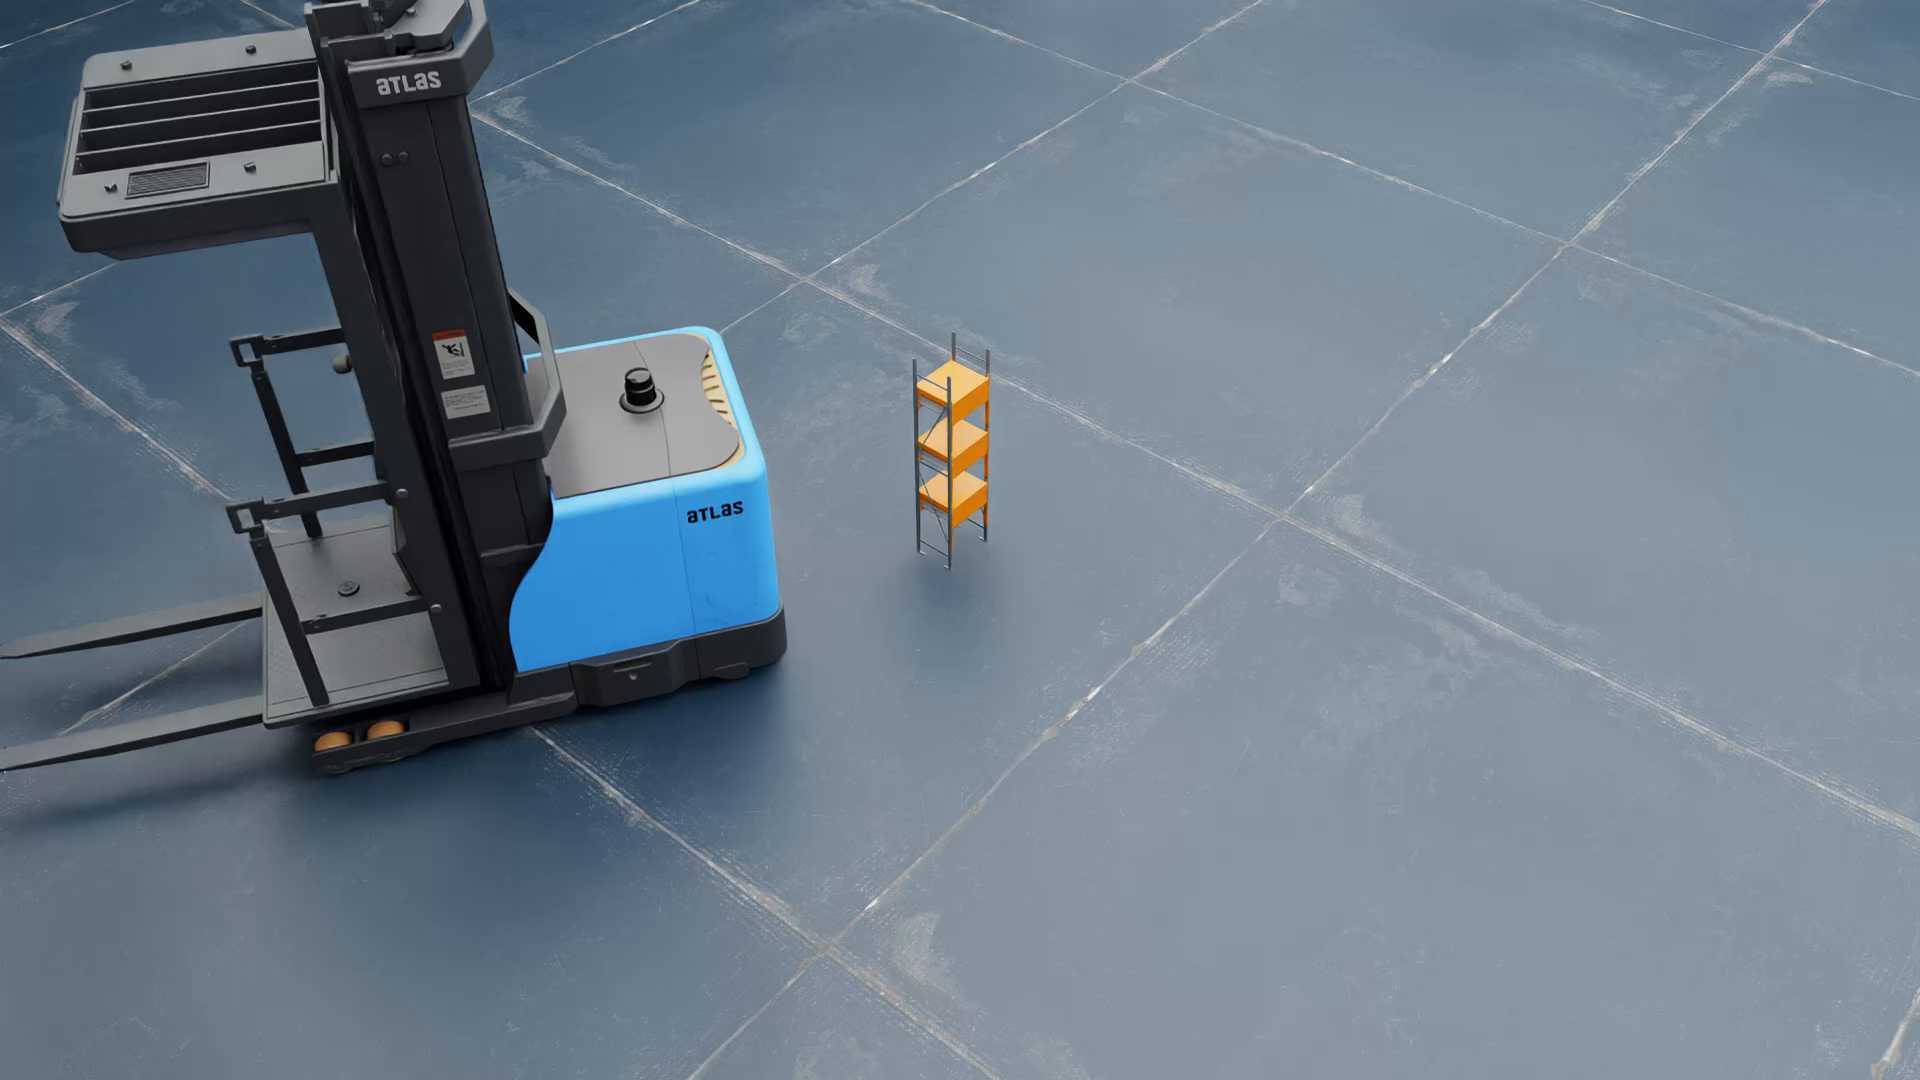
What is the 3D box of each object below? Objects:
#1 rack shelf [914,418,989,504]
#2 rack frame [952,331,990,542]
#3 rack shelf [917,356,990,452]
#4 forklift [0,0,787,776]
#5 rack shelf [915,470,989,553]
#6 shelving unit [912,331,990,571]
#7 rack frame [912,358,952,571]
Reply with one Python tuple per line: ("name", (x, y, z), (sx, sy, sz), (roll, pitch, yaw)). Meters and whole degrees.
("rack shelf", (-0.034, -0.353, 7.056), (0.215, 0.259, 0.240), (29, 50, 28))
("rack frame", (0.044, -0.424, 7.118), (0.200, 1.050, 0.008), (29, 50, 28))
("rack shelf", (-0.034, -0.563, 6.865), (0.215, 0.259, 0.240), (29, 50, 28))
("forklift", (-2.286, -0.580, 5.892), (3.031, 2.935, 1.130), (-12, 44, -13))
("rack shelf", (-0.034, -0.147, 7.243), (0.215, 0.259, 0.240), (29, 50, 28))
("shelving unit", (-0.034, -0.361, 7.049), (0.215, 1.050, 0.252), (29, 50, 28))
("rack frame", (-0.113, -0.298, 6.980), (0.200, 1.050, 0.008), (29, 50, 28))
